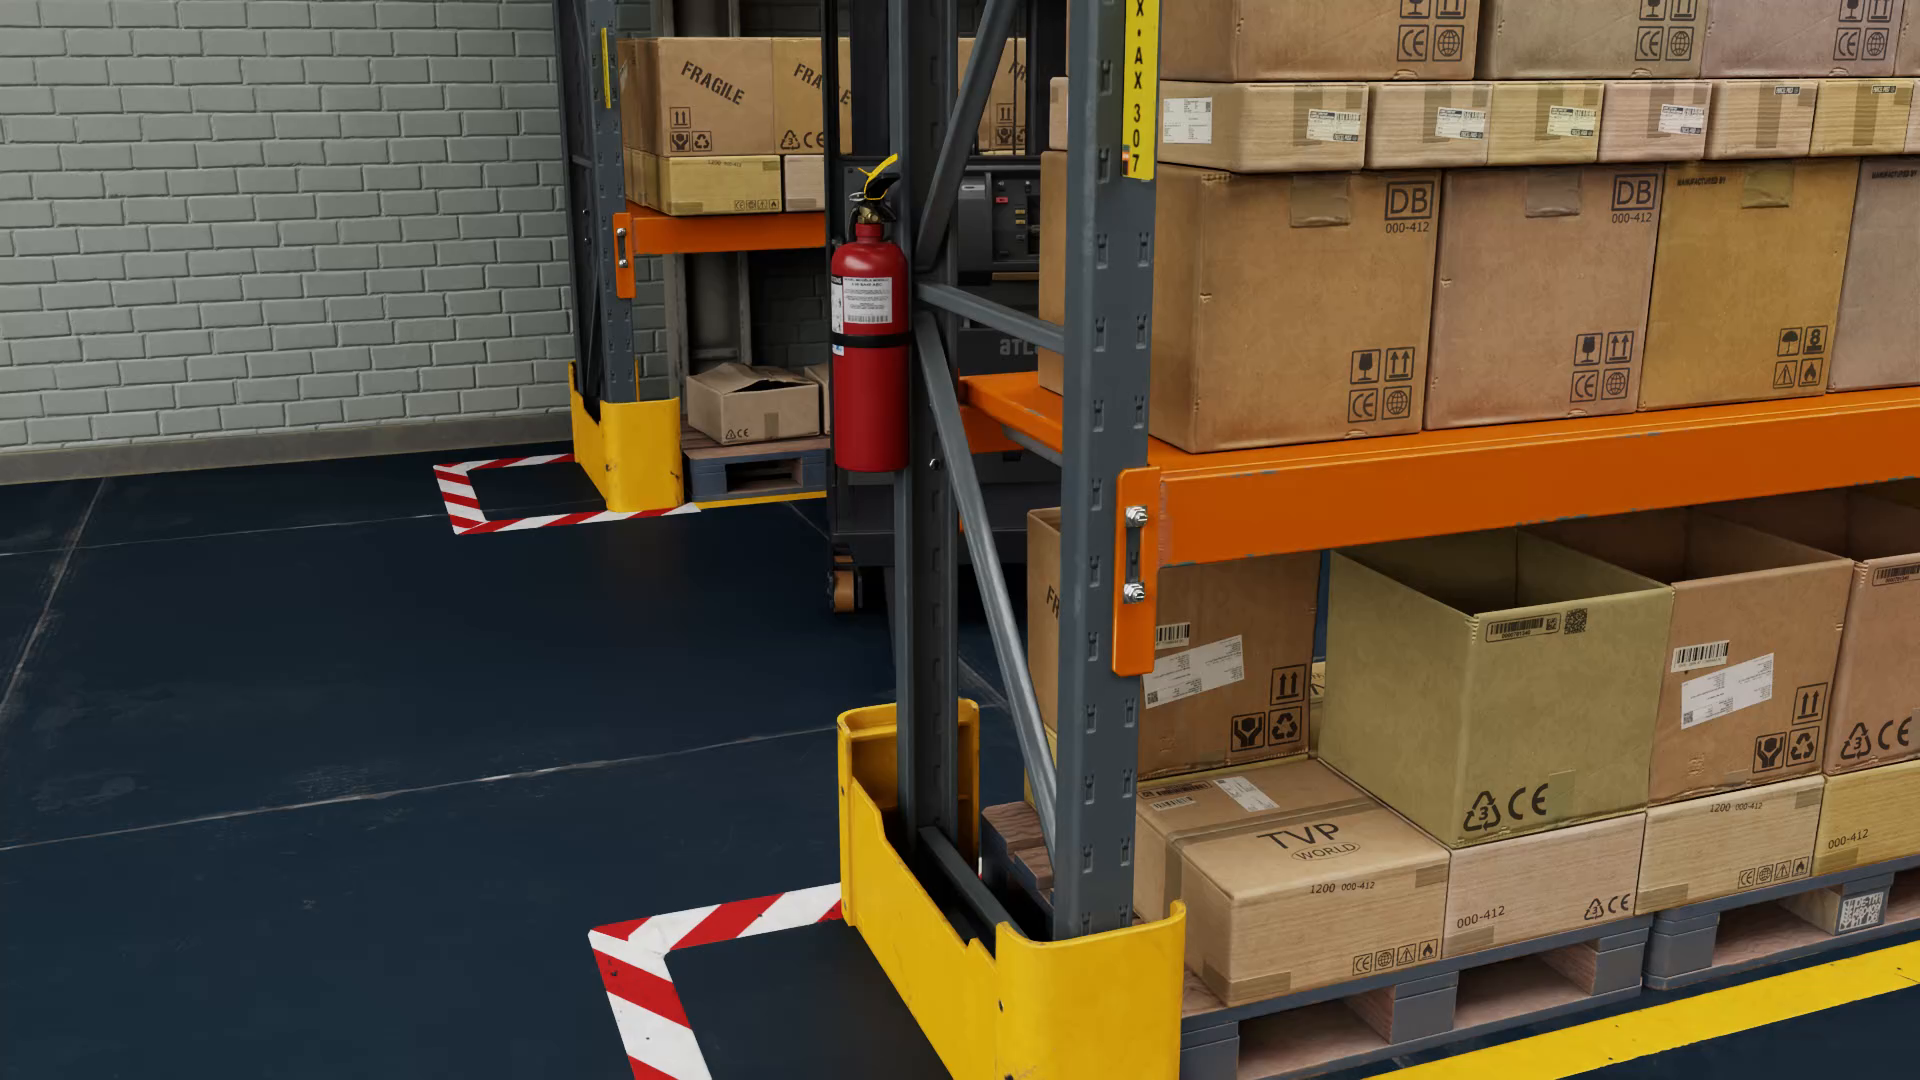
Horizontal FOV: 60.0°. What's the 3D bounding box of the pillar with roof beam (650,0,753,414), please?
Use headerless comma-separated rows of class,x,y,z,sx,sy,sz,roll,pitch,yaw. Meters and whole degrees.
pillar with roof beam,0.194,-3.764,3.946,0.400,9.000,9.100,-6,17,-20

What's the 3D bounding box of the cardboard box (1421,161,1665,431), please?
cardboard box,1.014,-0.563,3.515,0.500,0.500,0.700,-6,17,-19

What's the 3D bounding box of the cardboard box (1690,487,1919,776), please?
cardboard box,2.067,0.195,3.916,0.500,0.500,0.500,-6,17,-20

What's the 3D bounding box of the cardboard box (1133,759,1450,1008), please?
cardboard box,0.665,0.705,3.509,0.500,0.250,0.500,-6,17,-20

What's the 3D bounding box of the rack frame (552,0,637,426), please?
rack frame,-1.691,-1.720,7.633,0.127,3.000,1.000,-6,17,-20

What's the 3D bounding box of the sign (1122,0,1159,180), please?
sign,0.278,-0.724,2.563,0.005,0.325,0.100,-6,17,-20

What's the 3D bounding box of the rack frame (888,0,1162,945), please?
rack frame,0.085,-0.417,3.196,0.127,3.000,1.000,-6,17,-20

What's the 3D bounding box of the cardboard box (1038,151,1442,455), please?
cardboard box,0.526,-0.509,3.331,0.500,0.500,0.700,-6,17,-20

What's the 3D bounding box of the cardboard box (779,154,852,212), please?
cardboard box,-0.642,-1.680,7.725,0.500,0.250,0.500,-7,18,-22

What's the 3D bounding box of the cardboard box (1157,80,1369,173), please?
cardboard box,0.528,-0.760,3.032,0.250,0.149,0.380,-6,18,-20

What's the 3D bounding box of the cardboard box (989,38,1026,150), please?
cardboard box,0.290,-2.140,7.961,0.500,0.500,0.500,-6,17,-18

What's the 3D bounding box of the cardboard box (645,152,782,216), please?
cardboard box,-1.122,-1.624,7.534,0.500,0.250,0.500,-7,18,-22

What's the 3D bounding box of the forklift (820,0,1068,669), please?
forklift,0.047,-1.229,6.082,1.130,2.935,3.031,-1,16,-4

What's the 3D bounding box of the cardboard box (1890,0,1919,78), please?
cardboard box,2.002,-1.293,3.697,0.500,0.500,0.700,-6,17,-20

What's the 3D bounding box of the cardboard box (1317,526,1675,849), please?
cardboard box,1.132,0.294,3.577,0.500,0.500,0.500,-6,17,-20

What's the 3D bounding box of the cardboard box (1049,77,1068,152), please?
cardboard box,0.374,-0.865,3.392,0.250,0.149,0.380,-6,18,-21

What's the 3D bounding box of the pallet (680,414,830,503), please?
pallet,-0.849,-0.463,8.299,1.213,0.211,1.003,-6,17,-20

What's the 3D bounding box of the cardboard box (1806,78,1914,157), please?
cardboard box,1.730,-0.890,3.476,0.250,0.149,0.380,-6,18,-21

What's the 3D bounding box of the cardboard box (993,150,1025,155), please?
cardboard box,0.309,-1.780,8.066,0.500,0.250,0.500,-6,17,-20

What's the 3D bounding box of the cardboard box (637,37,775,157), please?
cardboard box,-1.138,-1.987,7.440,0.500,0.500,0.500,-6,17,-20

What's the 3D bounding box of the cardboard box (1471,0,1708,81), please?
cardboard box,1.064,-1.191,3.351,0.500,0.500,0.700,-7,18,-22

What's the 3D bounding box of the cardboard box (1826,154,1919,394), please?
cardboard box,1.970,-0.666,3.865,0.500,0.500,0.700,-6,17,-18

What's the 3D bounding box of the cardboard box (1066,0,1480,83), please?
cardboard box,0.575,-1.137,3.166,0.500,0.500,0.700,-6,17,-20

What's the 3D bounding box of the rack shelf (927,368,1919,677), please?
rack shelf,1.953,-0.274,3.984,4.000,0.370,1.077,-6,17,-20

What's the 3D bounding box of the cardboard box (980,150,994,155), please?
cardboard box,-0.164,-1.730,7.895,0.500,0.250,0.500,-6,18,-21

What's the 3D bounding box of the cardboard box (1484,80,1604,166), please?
cardboard box,1.007,-0.812,3.210,0.250,0.149,0.380,-6,17,-20

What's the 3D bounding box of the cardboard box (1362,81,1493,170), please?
cardboard box,0.774,-0.787,3.125,0.250,0.149,0.380,-7,18,-22

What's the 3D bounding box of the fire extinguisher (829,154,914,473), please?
fire extinguisher,-0.192,-0.491,3.582,0.183,0.674,0.296,-6,17,-20

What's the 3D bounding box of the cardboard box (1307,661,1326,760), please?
cardboard box,0.943,0.515,4.155,0.500,0.250,0.500,-6,17,-20

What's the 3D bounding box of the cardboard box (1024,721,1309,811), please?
cardboard box,0.480,0.569,3.973,0.500,0.250,0.500,-6,17,-20

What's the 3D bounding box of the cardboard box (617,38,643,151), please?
cardboard box,-1.327,-2.121,7.898,0.500,0.500,0.500,-6,18,-21

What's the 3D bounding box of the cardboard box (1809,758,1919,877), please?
cardboard box,2.067,0.554,4.022,0.500,0.250,0.500,-6,17,-20

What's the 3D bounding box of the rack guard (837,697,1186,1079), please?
rack guard,0.063,0.784,3.540,0.348,0.500,1.175,-6,17,-20

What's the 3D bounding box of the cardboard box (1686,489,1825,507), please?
cardboard box,1.875,0.053,4.396,0.500,0.500,0.500,-6,17,-20

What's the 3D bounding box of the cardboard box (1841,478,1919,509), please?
cardboard box,2.529,0.140,4.101,0.500,0.500,0.500,-6,17,-20

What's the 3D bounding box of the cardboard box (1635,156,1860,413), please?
cardboard box,1.480,-0.612,3.681,0.500,0.500,0.700,-6,17,-20

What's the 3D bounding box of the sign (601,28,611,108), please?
sign,-1.497,-1.993,7.025,0.005,0.325,0.100,-6,17,-20

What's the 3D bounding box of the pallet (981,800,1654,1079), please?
pallet,0.784,0.832,3.889,1.213,0.211,1.003,-6,17,-20

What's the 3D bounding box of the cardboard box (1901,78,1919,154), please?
cardboard box,1.964,-0.914,3.559,0.250,0.149,0.380,-6,17,-20

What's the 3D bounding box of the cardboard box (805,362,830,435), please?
cardboard box,-0.480,-0.745,8.302,0.500,0.311,0.500,-5,17,-15

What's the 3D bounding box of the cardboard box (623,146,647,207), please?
cardboard box,-1.324,-1.756,7.985,0.500,0.250,0.500,-6,17,-19

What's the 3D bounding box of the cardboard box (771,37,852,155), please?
cardboard box,-0.673,-2.034,7.601,0.500,0.500,0.500,-6,17,-20

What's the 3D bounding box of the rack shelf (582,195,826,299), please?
rack shelf,0.177,-1.577,8.421,4.000,0.370,1.077,-6,17,-20

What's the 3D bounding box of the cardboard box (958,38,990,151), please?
cardboard box,-0.188,-2.084,7.773,0.500,0.500,0.500,-7,18,-22

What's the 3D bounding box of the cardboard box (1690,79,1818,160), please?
cardboard box,1.492,-0.864,3.388,0.250,0.149,0.380,-7,18,-22

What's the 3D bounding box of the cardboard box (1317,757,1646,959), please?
cardboard box,1.131,0.653,3.684,0.500,0.250,0.500,-6,17,-20

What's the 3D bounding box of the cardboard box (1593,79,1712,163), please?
cardboard box,1.244,-0.836,3.294,0.250,0.149,0.380,-6,18,-21

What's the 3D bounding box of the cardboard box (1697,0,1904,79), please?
cardboard box,1.535,-1.242,3.525,0.500,0.500,0.700,-6,17,-20

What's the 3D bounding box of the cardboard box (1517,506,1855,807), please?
cardboard box,1.594,0.240,3.760,0.500,0.500,0.500,-6,17,-20

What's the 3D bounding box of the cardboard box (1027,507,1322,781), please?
cardboard box,0.479,0.208,3.869,0.500,0.500,0.500,-6,17,-20

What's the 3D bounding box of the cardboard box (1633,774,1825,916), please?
cardboard box,1.598,0.603,3.855,0.500,0.250,0.500,-6,17,-20

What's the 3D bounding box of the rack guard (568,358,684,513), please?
rack guard,-1.620,-0.529,8.011,0.348,0.500,1.175,-6,17,-20

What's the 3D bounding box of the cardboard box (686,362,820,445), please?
cardboard box,-1.013,-0.687,8.107,0.500,0.311,0.500,-8,18,-26

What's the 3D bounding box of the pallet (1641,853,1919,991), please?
pallet,1.922,0.710,4.304,1.213,0.211,1.003,-6,17,-20
